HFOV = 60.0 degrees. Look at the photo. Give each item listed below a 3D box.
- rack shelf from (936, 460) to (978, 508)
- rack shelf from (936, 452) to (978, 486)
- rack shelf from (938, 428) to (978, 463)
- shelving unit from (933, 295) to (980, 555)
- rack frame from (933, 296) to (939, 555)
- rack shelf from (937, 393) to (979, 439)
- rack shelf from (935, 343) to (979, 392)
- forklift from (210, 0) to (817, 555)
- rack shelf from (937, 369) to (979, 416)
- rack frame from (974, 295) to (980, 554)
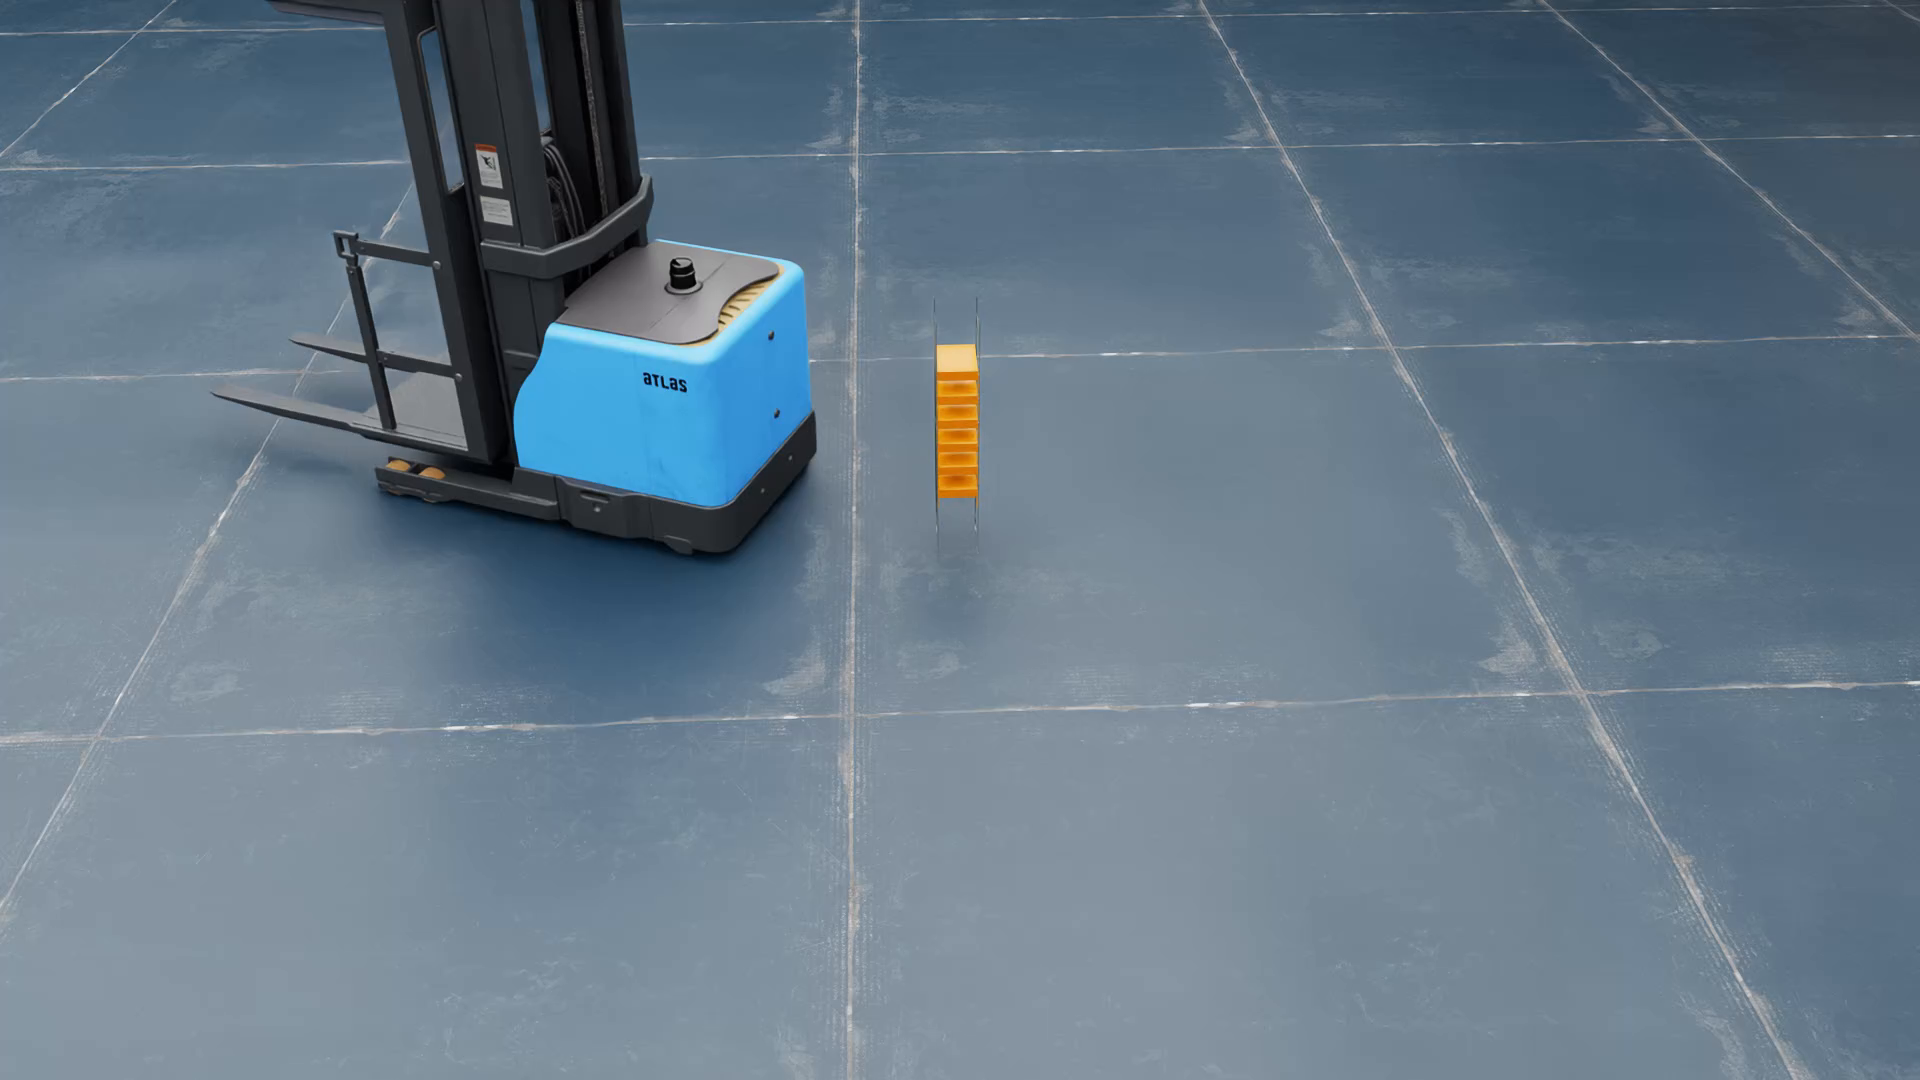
[{"bbox_3d":[-0.014,-0.259,7.570,0.180,0.103,0.258,-2,35,-2],"label":"rack shelf"},{"bbox_3d":[-0.014,-0.358,7.502,0.180,0.103,0.258,-2,35,-2],"label":"rack shelf"},{"bbox_3d":[-0.014,-0.456,7.433,0.180,0.103,0.258,-2,35,-2],"label":"rack shelf"},{"bbox_3d":[-0.014,-0.493,7.408,0.189,1.200,0.258,-2,35,-2],"label":"shelving unit"},{"bbox_3d":[-0.106,-0.491,7.404,0.006,1.200,0.240,-2,35,-2],"label":"rack frame"},{"bbox_3d":[-0.014,-0.555,7.365,0.180,0.103,0.258,-2,35,-2],"label":"rack shelf"},{"bbox_3d":[-0.014,-0.752,7.228,0.180,0.103,0.258,-2,35,-2],"label":"rack shelf"},{"bbox_3d":[-2.283,-1.652,7.562,3.031,2.935,1.130,12,36,17],"label":"forklift"},{"bbox_3d":[-0.014,-0.654,7.297,0.180,0.103,0.258,-2,35,-2],"label":"rack shelf"},{"bbox_3d":[0.077,-0.495,7.412,0.006,1.200,0.240,-2,35,-2],"label":"rack frame"}]
